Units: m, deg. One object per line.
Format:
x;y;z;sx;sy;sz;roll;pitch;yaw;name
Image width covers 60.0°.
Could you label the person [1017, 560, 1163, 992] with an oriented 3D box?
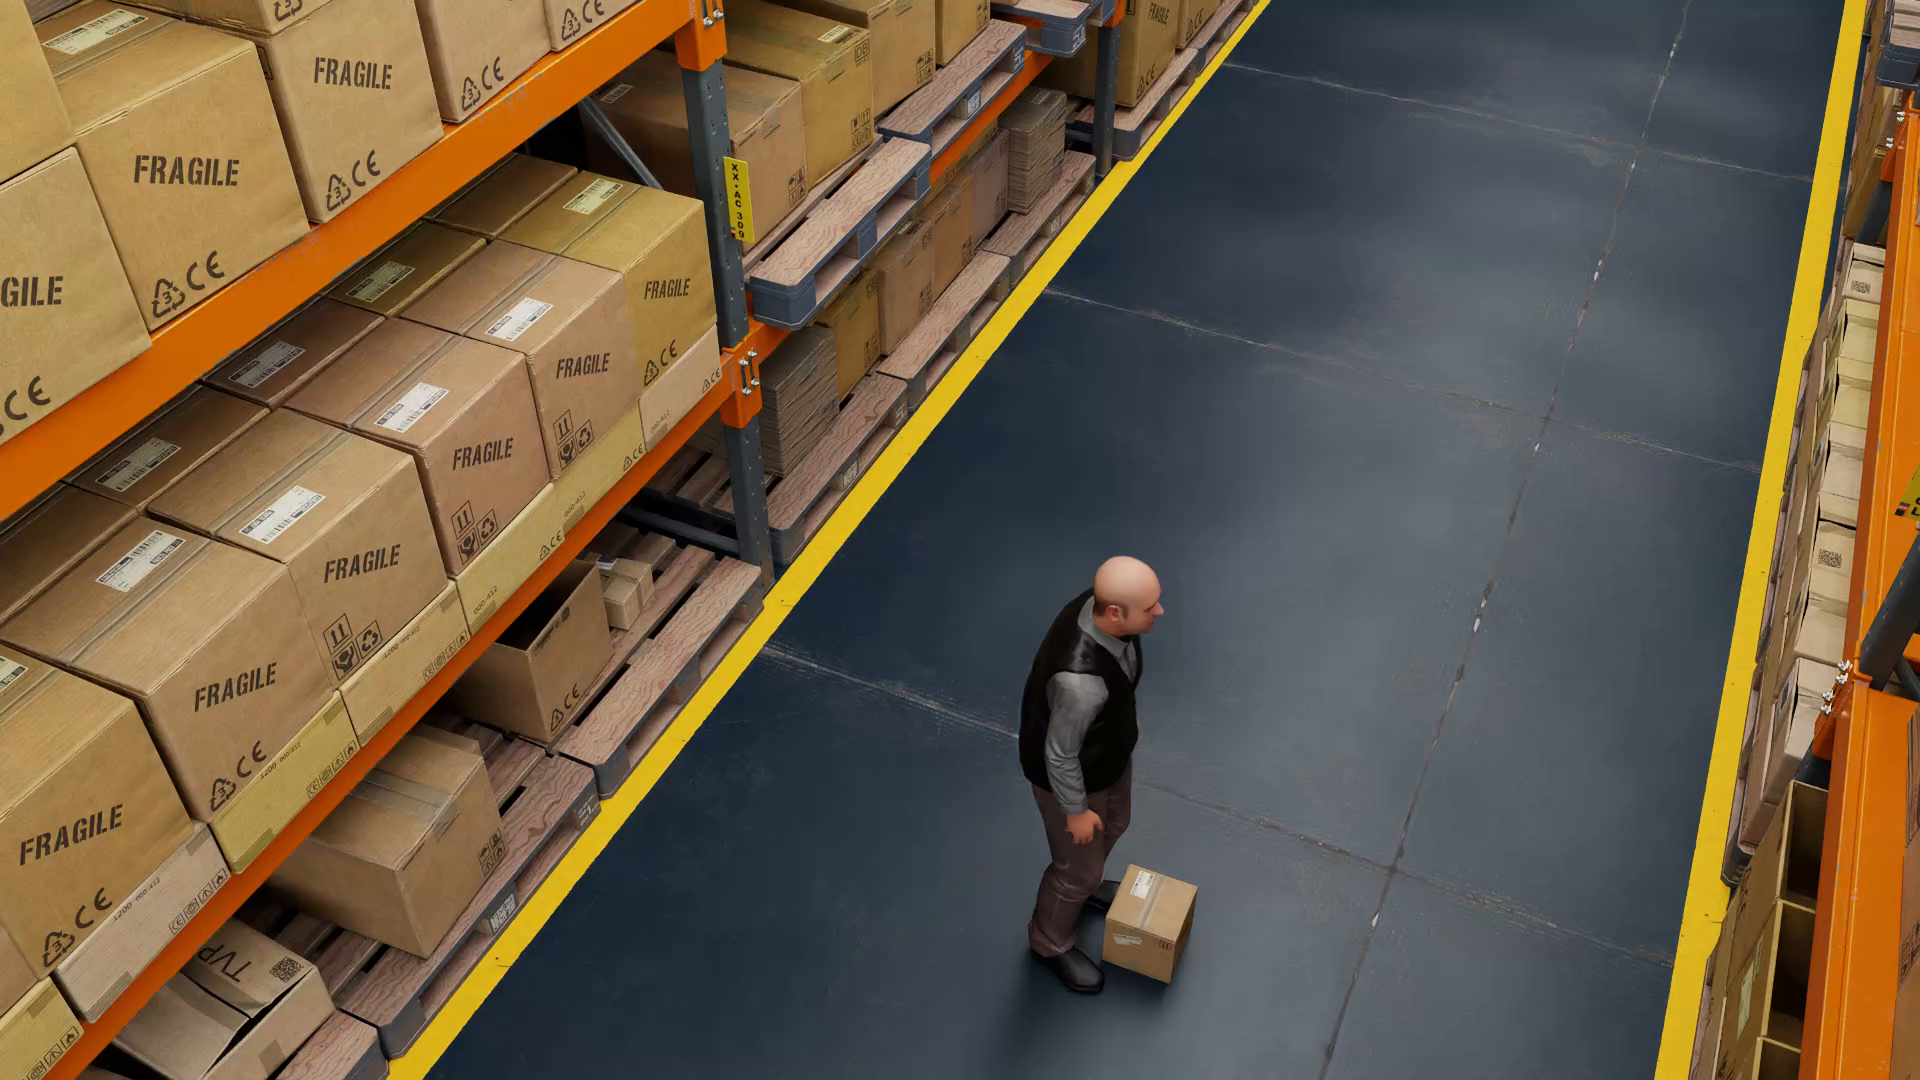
0.402;0.712;5.379;0.413;1.721;0.581;17;44;18;person
